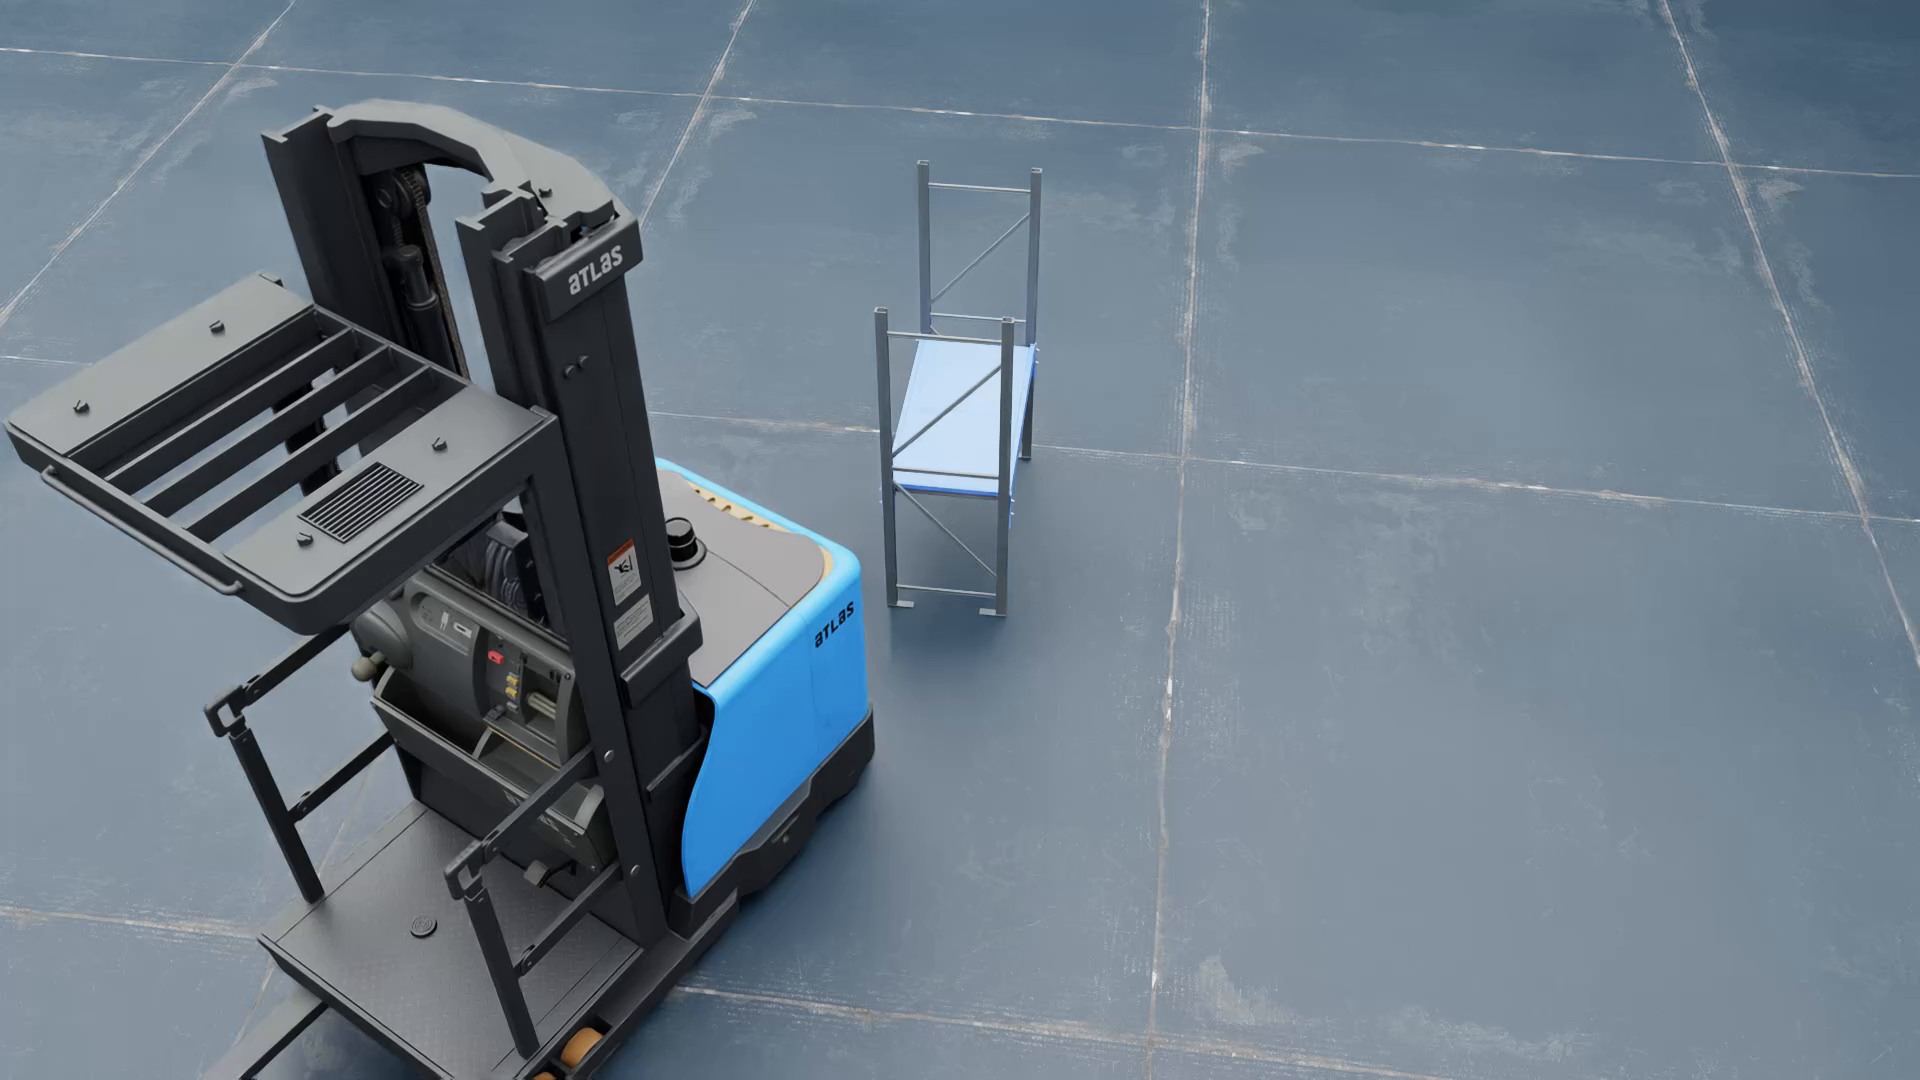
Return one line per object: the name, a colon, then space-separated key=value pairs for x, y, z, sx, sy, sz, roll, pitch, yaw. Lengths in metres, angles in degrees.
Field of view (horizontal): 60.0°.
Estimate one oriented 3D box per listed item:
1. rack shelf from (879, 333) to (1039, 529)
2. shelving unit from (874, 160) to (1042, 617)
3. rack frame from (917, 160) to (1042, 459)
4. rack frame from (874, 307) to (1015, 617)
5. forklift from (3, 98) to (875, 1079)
rack shelf: x=0.011 y=-0.472 z=6.919 sx=0.538 sy=0.185 sz=1.000 roll=5 pitch=44 yaw=6
shelving unit: x=0.011 y=-0.603 z=6.796 sx=0.538 sy=1.500 sz=1.048 roll=5 pitch=44 yaw=6
rack frame: x=0.078 y=-0.949 z=7.162 sx=0.500 sy=1.500 sz=0.032 roll=5 pitch=44 yaw=6
rack frame: x=-0.056 y=-0.256 z=6.430 sx=0.500 sy=1.500 sz=0.032 roll=5 pitch=44 yaw=6
forklift: x=-1.572 y=0.414 z=4.681 sx=1.130 sy=2.935 sz=3.031 roll=25 pitch=49 yaw=24
